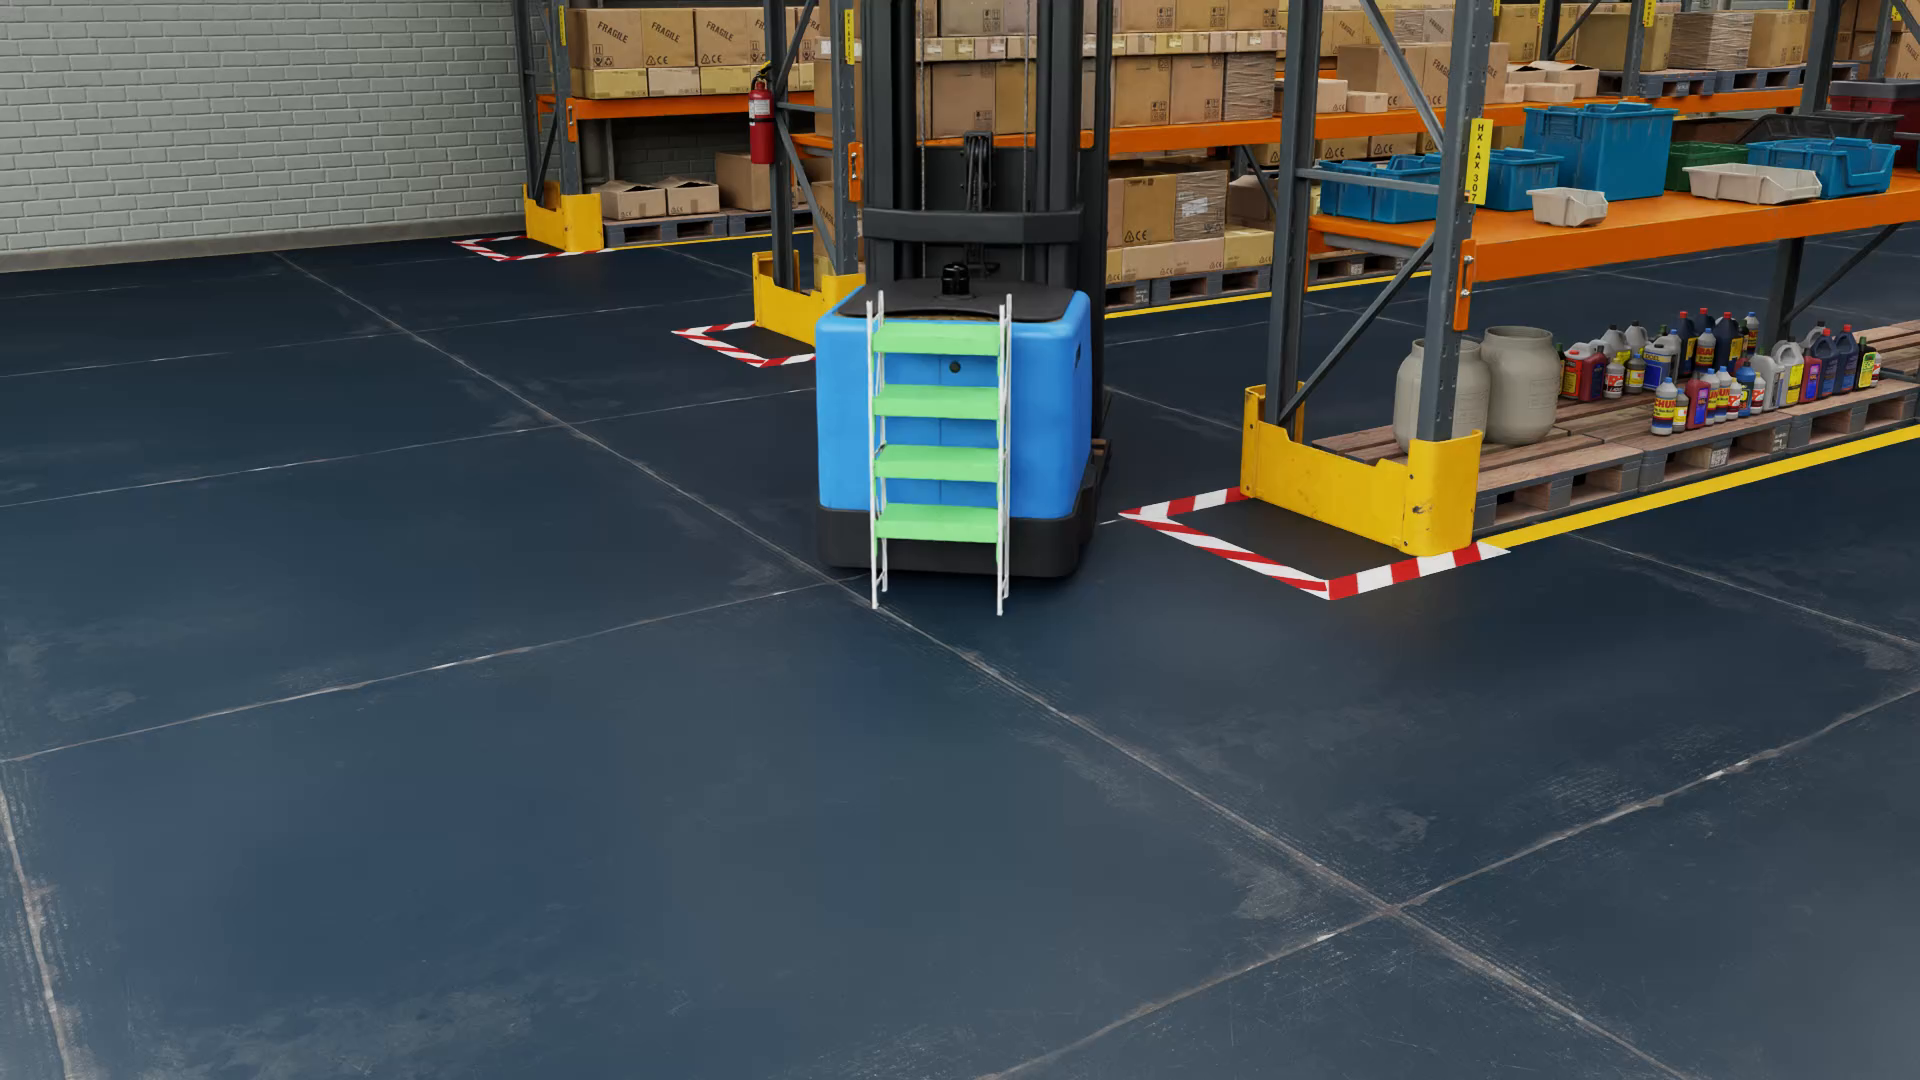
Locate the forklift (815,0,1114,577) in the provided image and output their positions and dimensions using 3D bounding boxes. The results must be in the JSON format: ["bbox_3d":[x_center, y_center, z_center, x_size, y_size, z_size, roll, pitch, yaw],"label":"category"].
[{"bbox_3d":[0.152,-1.672,7.613,1.130,2.935,3.031,3,19,8],"label":"forklift"}]

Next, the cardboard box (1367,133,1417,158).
[{"bbox_3d":[5.095,-5.139,20.463,0.750,0.750,0.750,-11,22,-30],"label":"cardboard box"}]

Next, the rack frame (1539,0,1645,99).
[{"bbox_3d":[5.694,-4.236,15.092,0.127,3.000,1.000,-12,22,-31],"label":"rack frame"}]

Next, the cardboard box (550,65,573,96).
[{"bbox_3d":[-3.431,-4.224,15.259,0.500,0.250,0.500,-12,22,-31],"label":"cardboard box"}]

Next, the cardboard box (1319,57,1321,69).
[{"bbox_3d":[3.995,-5.591,19.459,0.250,0.149,0.380,-12,22,-32],"label":"cardboard box"}]

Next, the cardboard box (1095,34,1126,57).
[{"bbox_3d":[0.963,-3.510,11.776,0.250,0.149,0.380,-11,22,-30],"label":"cardboard box"}]

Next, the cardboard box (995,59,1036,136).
[{"bbox_3d":[0.264,-3.133,11.672,0.500,0.500,0.700,-12,22,-31],"label":"cardboard box"}]

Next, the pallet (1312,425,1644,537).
[{"bbox_3d":[2.453,-0.348,7.945,1.213,0.211,1.003,-12,22,-31],"label":"pallet"}]

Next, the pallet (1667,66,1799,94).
[{"bbox_3d":[7.316,-4.489,16.140,1.213,0.211,1.003,-12,22,-31],"label":"pallet"}]

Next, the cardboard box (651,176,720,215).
[{"bbox_3d":[-2.611,-3.284,15.788,0.500,0.311,0.500,-10,21,-27],"label":"cardboard box"}]

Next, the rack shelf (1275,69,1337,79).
[{"bbox_3d":[4.637,-5.572,20.167,4.000,0.370,1.077,-12,22,-31],"label":"rack shelf"}]

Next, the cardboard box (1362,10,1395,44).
[{"bbox_3d":[4.801,-6.046,19.794,0.500,0.500,0.500,-11,22,-30],"label":"cardboard box"}]

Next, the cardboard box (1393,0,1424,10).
[{"bbox_3d":[5.200,-6.490,19.936,0.500,0.250,0.500,-11,22,-30],"label":"cardboard box"}]

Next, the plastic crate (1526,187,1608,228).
[{"bbox_3d":[2.658,-1.448,7.257,0.250,0.136,0.298,-12,22,-31],"label":"plastic crate"}]

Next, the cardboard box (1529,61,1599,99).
[{"bbox_3d":[5.367,-4.142,14.951,0.500,0.311,0.500,-10,21,-28],"label":"cardboard box"}]

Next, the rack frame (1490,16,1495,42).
[{"bbox_3d":[6.307,-6.265,21.093,0.127,3.000,1.000,-12,22,-31],"label":"rack frame"}]

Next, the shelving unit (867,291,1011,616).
[{"bbox_3d":[-0.074,-0.325,6.333,0.503,1.200,0.258,3,19,8],"label":"shelving unit"}]

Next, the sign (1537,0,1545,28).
[{"bbox_3d":[5.388,-4.891,15.344,0.005,0.325,0.100,-12,22,-31],"label":"sign"}]

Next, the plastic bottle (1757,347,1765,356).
[{"bbox_3d":[4.188,-0.869,8.687,0.133,0.283,0.061,-12,22,-31],"label":"plastic bottle"}]

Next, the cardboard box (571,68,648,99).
[{"bbox_3d":[-3.132,-4.091,14.865,0.500,0.250,0.500,-13,22,-33],"label":"cardboard box"}]

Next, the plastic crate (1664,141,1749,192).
[{"bbox_3d":[3.786,-1.942,8.637,0.662,0.188,0.450,-12,22,-31],"label":"plastic crate"}]

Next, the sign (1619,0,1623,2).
[{"bbox_3d":[9.348,-7.567,23.468,0.005,0.325,0.100,-12,22,-31],"label":"sign"}]

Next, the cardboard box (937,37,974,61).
[{"bbox_3d":[-0.113,-3.284,11.107,0.250,0.149,0.380,-12,22,-31],"label":"cardboard box"}]

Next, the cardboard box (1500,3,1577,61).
[{"bbox_3d":[7.382,-6.626,21.691,0.700,0.700,0.980,-13,22,-33],"label":"cardboard box"}]

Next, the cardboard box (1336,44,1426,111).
[{"bbox_3d":[3.444,-3.803,13.654,0.500,0.500,0.500,-10,21,-28],"label":"cardboard box"}]

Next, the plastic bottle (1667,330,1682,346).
[{"bbox_3d":[3.912,-1.022,9.157,0.097,0.271,0.097,0,19,0],"label":"plastic bottle"}]

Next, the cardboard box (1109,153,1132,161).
[{"bbox_3d":[1.501,-4.289,18.465,0.500,0.500,0.700,-12,22,-32],"label":"cardboard box"}]

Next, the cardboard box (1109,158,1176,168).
[{"bbox_3d":[1.381,-2.695,13.000,0.500,0.500,0.500,-12,22,-31],"label":"cardboard box"}]

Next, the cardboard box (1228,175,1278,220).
[{"bbox_3d":[2.534,-2.842,13.729,0.500,0.311,0.500,-12,22,-31],"label":"cardboard box"}]

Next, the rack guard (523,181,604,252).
[{"bbox_3d":[-3.651,-2.981,15.281,0.348,0.500,1.175,-12,22,-31],"label":"rack guard"}]

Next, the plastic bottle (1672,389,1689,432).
[{"bbox_3d":[3.506,-0.639,8.133,0.097,0.201,0.097,0,19,0],"label":"plastic bottle"}]

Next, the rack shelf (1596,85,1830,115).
[{"bbox_3d":[7.365,-4.248,16.249,4.000,0.370,1.077,-12,22,-31],"label":"rack shelf"}]

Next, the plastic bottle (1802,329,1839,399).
[{"bbox_3d":[4.535,-0.935,8.777,0.185,0.351,0.144,-13,23,-34],"label":"plastic bottle"}]

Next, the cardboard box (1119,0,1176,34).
[{"bbox_3d":[1.147,-3.936,12.023,0.500,0.500,0.700,-12,22,-31],"label":"cardboard box"}]

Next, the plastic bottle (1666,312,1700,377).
[{"bbox_3d":[4.015,-1.095,9.250,0.185,0.351,0.144,-13,23,-34],"label":"plastic bottle"}]

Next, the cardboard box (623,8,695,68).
[{"bbox_3d":[-2.732,-4.533,15.002,0.500,0.500,0.500,-12,22,-31],"label":"cardboard box"}]

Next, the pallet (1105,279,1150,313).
[{"bbox_3d":[0.646,-1.866,12.434,1.213,0.211,1.003,-12,22,-31],"label":"pallet"}]

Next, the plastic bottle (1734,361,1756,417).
[{"bbox_3d":[3.959,-0.767,8.404,0.097,0.271,0.097,0,19,0],"label":"plastic bottle"}]

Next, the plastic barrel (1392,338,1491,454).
[{"bbox_3d":[2.242,-0.658,7.737,0.421,0.512,0.421,0,19,0],"label":"plastic barrel"}]

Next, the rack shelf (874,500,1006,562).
[{"bbox_3d":[-0.074,-0.037,6.431,0.480,0.148,0.258,3,19,8],"label":"rack shelf"}]

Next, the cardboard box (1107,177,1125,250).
[{"bbox_3d":[0.837,-2.377,12.060,0.500,0.500,0.500,-12,22,-31],"label":"cardboard box"}]

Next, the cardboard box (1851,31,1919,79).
[{"bbox_3d":[9.611,-5.005,17.210,0.500,0.500,0.500,-11,22,-30],"label":"cardboard box"}]

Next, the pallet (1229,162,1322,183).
[{"bbox_3d":[3.667,-4.358,19.807,1.213,0.211,1.003,-12,22,-31],"label":"pallet"}]

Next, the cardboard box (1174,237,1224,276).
[{"bbox_3d":[1.664,-2.203,12.714,0.500,0.250,0.500,-12,22,-31],"label":"cardboard box"}]

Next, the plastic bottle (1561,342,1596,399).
[{"bbox_3d":[3.252,-0.898,8.782,0.135,0.276,0.152,-12,22,-31],"label":"plastic bottle"}]

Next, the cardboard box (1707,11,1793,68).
[{"bbox_3d":[7.593,-4.859,16.123,0.700,0.500,0.500,16,24,39],"label":"cardboard box"}]

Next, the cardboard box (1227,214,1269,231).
[{"bbox_3d":[2.541,-2.579,13.826,0.500,0.250,0.500,-12,22,-32],"label":"cardboard box"}]

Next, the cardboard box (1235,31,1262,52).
[{"bbox_3d":[2.037,-3.738,12.450,0.250,0.149,0.380,-12,22,-33],"label":"cardboard box"}]
